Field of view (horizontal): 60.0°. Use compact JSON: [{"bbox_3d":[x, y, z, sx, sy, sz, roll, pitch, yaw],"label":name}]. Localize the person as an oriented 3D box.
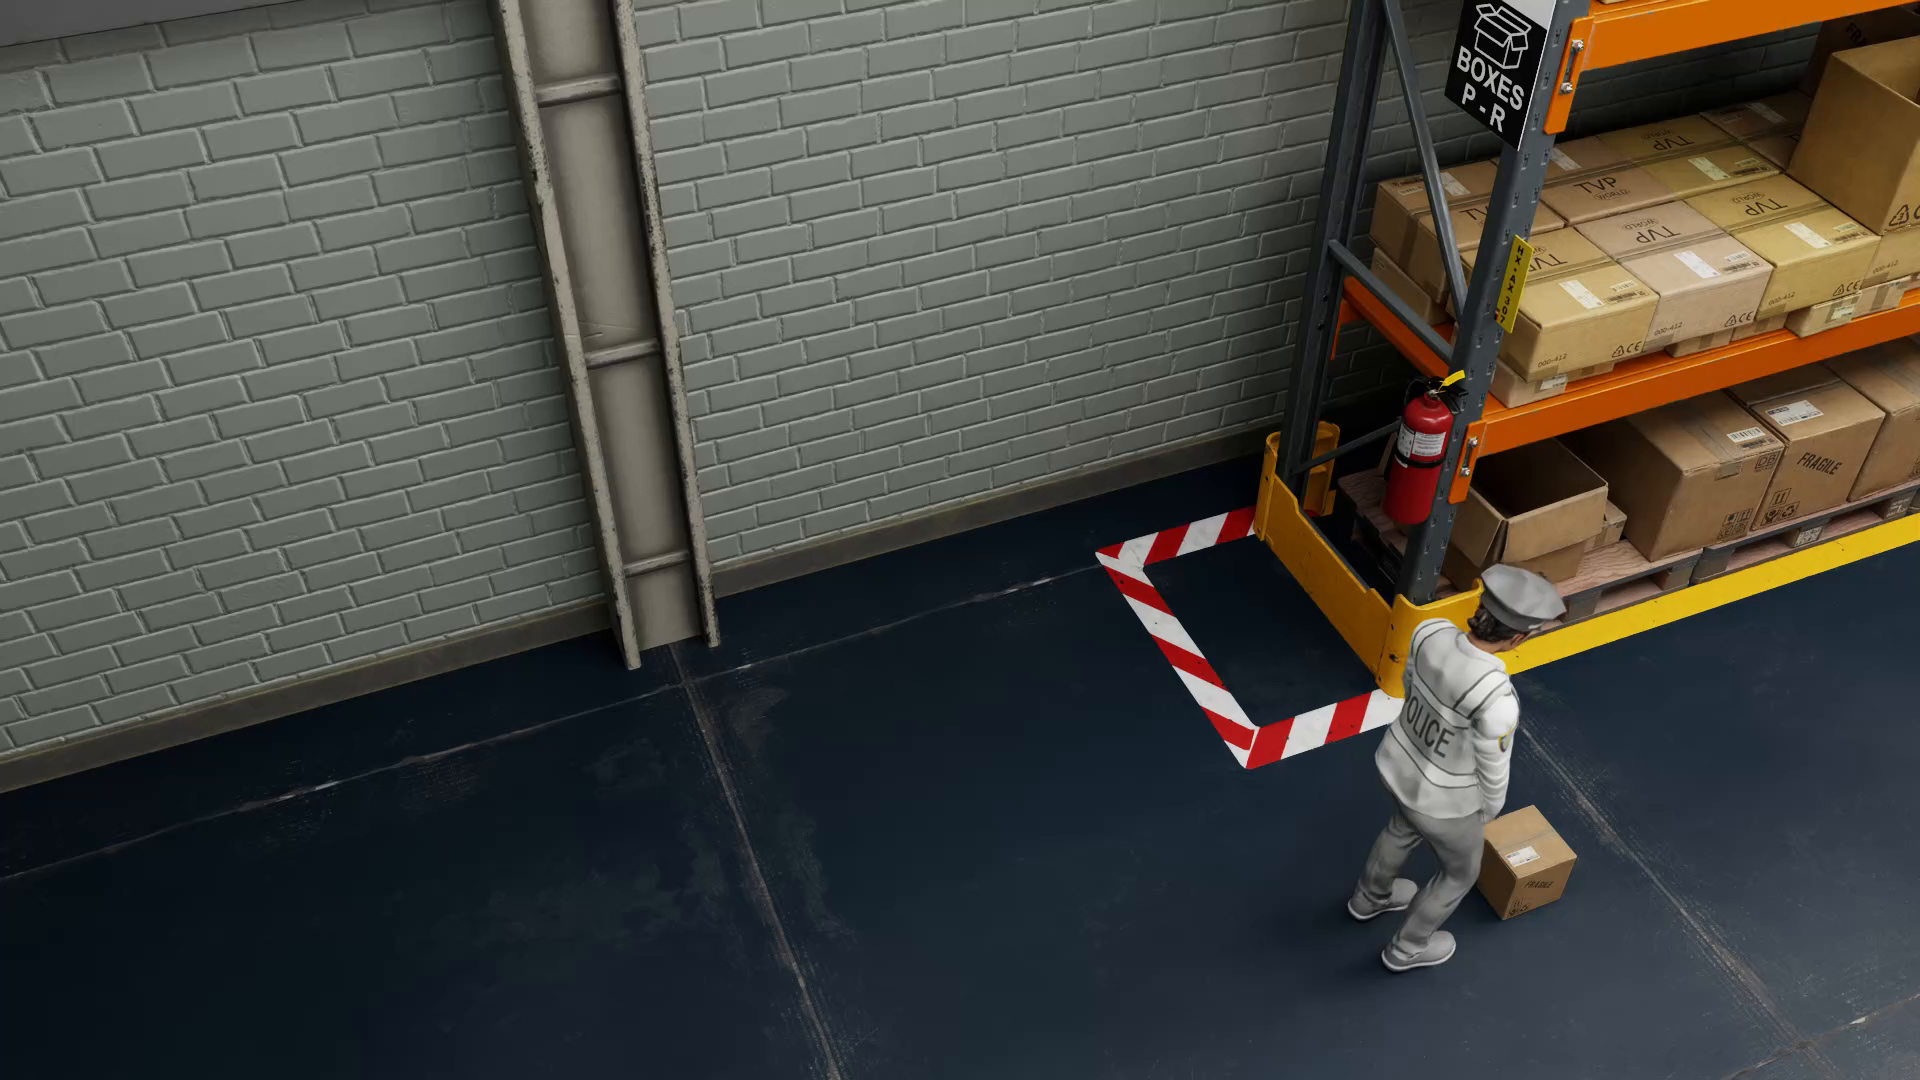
[{"bbox_3d":[14.223,-0.505,3.582,23.746,5.877,10.479,-14,44,-15],"label":"person"}]
